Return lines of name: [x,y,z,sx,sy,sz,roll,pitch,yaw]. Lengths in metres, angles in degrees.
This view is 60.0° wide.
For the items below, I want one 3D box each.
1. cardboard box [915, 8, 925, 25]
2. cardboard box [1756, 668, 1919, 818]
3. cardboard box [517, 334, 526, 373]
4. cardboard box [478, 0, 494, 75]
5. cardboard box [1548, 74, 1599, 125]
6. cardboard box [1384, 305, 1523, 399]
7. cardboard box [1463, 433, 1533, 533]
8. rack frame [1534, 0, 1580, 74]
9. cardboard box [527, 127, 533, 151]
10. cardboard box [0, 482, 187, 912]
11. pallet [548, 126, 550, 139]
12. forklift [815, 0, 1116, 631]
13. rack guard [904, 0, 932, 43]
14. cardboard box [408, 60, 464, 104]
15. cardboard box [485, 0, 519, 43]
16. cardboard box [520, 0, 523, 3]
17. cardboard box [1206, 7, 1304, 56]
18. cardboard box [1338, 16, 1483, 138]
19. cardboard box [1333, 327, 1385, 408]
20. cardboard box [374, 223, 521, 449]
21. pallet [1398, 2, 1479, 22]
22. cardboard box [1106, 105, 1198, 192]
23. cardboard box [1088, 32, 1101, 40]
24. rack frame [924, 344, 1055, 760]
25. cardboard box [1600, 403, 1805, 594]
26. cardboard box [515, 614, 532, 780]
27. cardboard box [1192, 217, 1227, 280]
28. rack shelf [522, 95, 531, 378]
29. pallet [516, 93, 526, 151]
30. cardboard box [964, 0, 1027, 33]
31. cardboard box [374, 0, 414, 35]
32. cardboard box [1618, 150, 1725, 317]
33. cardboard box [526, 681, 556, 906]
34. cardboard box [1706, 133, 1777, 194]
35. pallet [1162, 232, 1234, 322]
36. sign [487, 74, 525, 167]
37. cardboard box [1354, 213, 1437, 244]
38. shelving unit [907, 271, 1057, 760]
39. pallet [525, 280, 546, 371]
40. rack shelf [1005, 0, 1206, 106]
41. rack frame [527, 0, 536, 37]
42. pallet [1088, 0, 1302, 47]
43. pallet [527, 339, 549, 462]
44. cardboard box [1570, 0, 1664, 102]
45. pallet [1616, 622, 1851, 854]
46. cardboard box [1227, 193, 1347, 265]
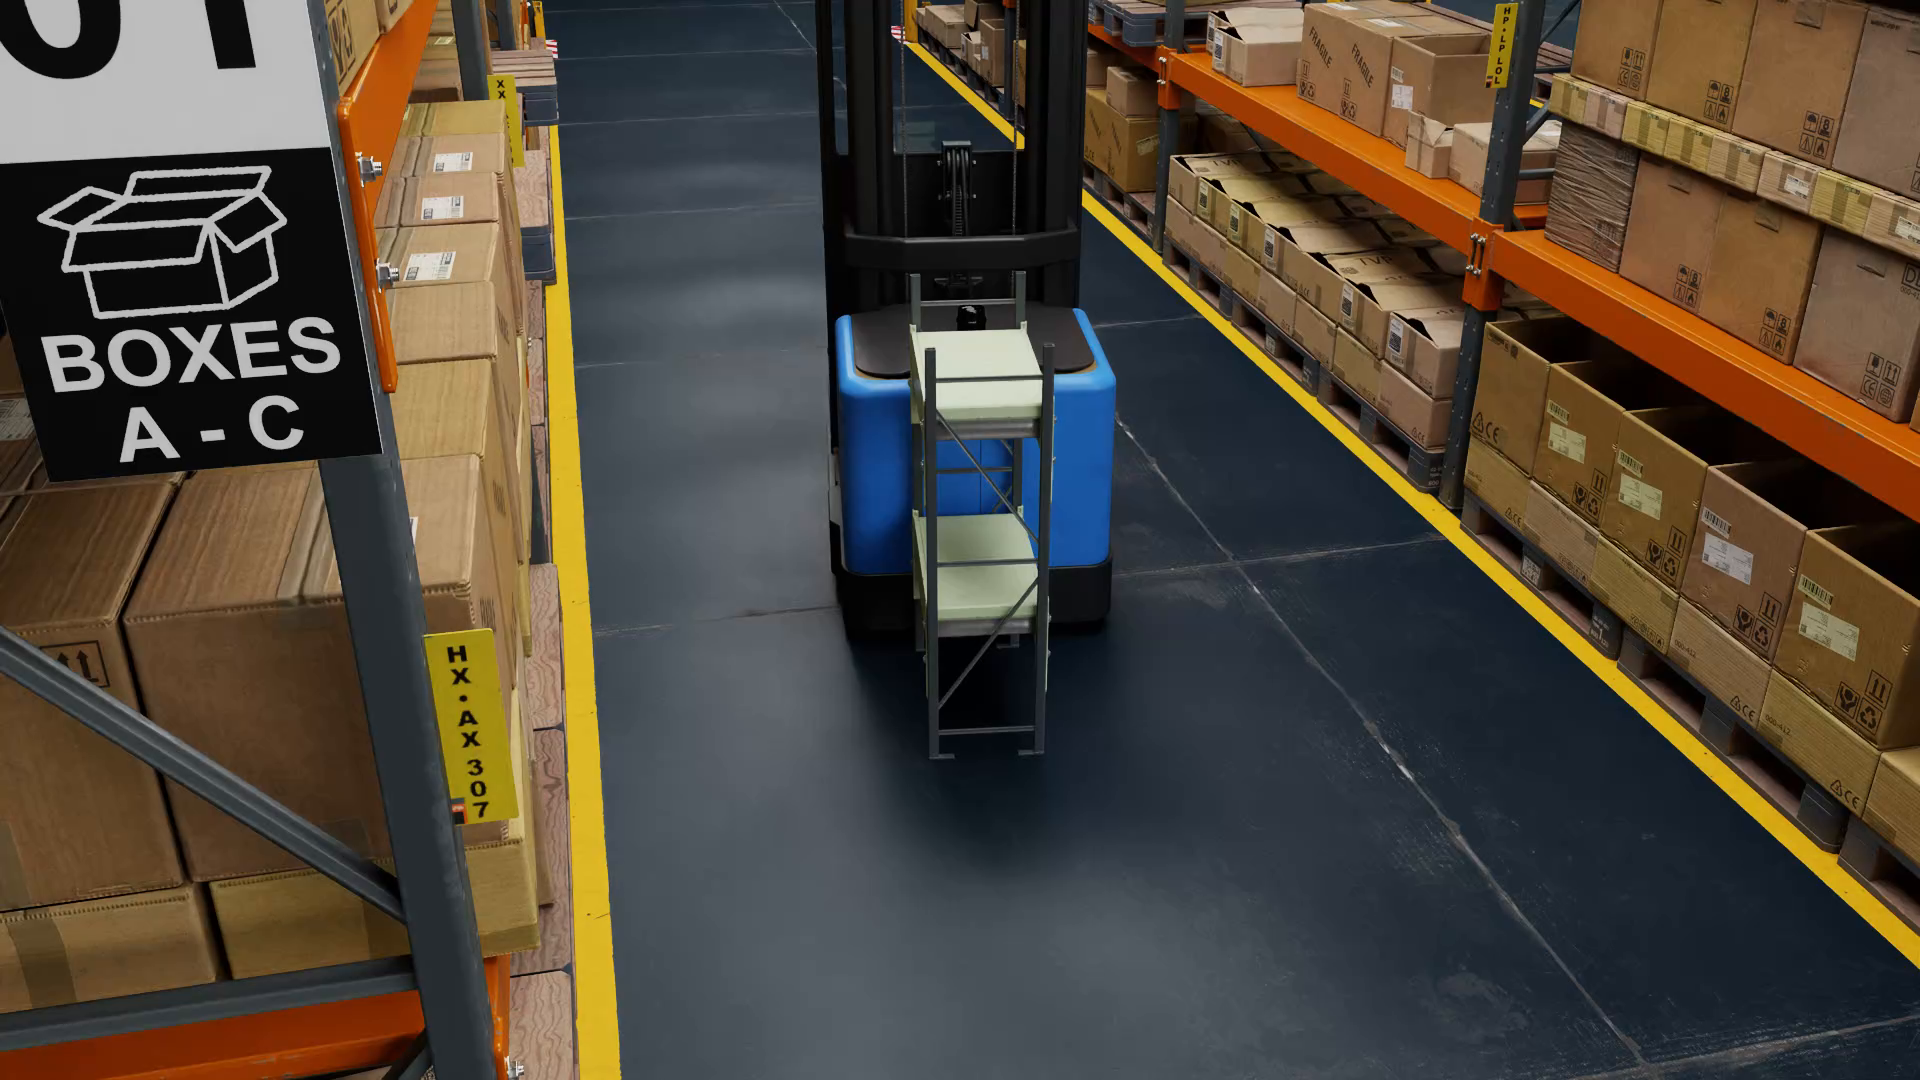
cardboard box: [-0.260,-5.517,17.526,0.380,0.149,0.250,-6,27,-12]
cardboard box: [2.939,0.609,5.299,0.500,0.250,0.500,-6,27,-12]
cardboard box: [-1.634,-0.584,5.223,0.500,0.250,0.500,-6,27,-11]
cardboard box: [-2.774,-2.588,8.449,0.700,0.500,0.500,-9,28,-16]
cardboard box: [2.557,-1.740,6.538,0.380,0.149,0.250,-6,27,-12]
cardboard box: [2.314,-0.903,7.672,0.500,0.311,0.500,-6,27,-12]
cardboard box: [2.494,-0.269,7.040,0.500,0.250,0.500,-6,27,-12]
rack frame: [5.709,-5.557,14.931,1.000,3.000,0.127,-6,27,-12]
cardboard box: [-3.080,-2.359,10.514,0.750,0.750,0.750,-6,27,-12]
cardboard box: [-1.552,0.255,2.728,0.500,0.500,0.500,-6,27,-12]
pallet: [-4.039,-3.648,14.243,1.003,0.211,1.213,-6,27,-12]
forklift: [-0.055,-1.591,7.149,1.130,2.935,3.031,-2,27,-4]
rack guard: [-0.002,-5.662,17.914,1.175,0.500,0.348,-6,27,-12]
cardboard box: [-2.222,-1.507,6.307,0.700,0.500,0.500,-6,27,-11]
cardboard box: [-2.902,-3.220,9.838,0.500,0.500,0.500,-5,27,-10]
cardboard box: [-3.380,-3.991,12.085,0.380,0.149,0.250,-6,27,-12]
cardboard box: [1.823,-3.096,10.153,0.500,0.311,0.500,-4,27,-8]
cardboard box: [2.296,-2.378,8.522,0.500,0.500,0.500,-6,27,-12]
cardboard box: [2.197,-0.878,8.247,0.500,0.250,0.500,-6,27,-12]
cardboard box: [-1.394,-0.471,4.165,0.500,0.500,0.500,-5,27,-10]
pallet: [4.955,-5.702,18.313,1.003,0.211,1.213,-6,27,-12]
cardboard box: [1.344,-2.767,11.689,0.500,0.500,0.500,-5,27,-10]
cardboard box: [0.979,-3.795,12.893,0.500,0.250,0.500,-6,27,-11]
rack frame: [0.091,0.078,5.431,0.400,1.500,0.023,-2,27,-4]
cardboard box: [2.710,-0.164,5.999,0.500,0.500,0.500,-6,27,-12]
cardboard box: [-1.171,0.302,3.467,0.500,0.250,0.500,-7,28,-13]
cardboard box: [1.729,-1.779,10.032,0.500,0.250,0.500,-7,28,-13]
rack shelf: [-2.591,-1.596,7.881,1.077,0.370,4.000,-6,27,-12]
pallet: [-2.556,-1.844,7.788,1.003,0.211,1.213,-6,27,-12]
cardboard box: [0.454,-4.962,16.034,0.797,0.503,0.637,-6,27,-12]
cardboard box: [-1.157,-1.087,2.613,0.500,0.500,0.500,-4,27,-8]
cardboard box: [2.916,-1.163,6.115,0.700,0.500,0.500,-6,27,-12]
cardboard box: [-1.552,0.746,4.728,0.700,0.500,0.500,-8,28,-15]
cardboard box: [2.788,-1.292,5.650,0.380,0.149,0.250,-7,28,-13]
pallet: [1.931,-1.689,10.363,1.003,0.211,1.213,-6,27,-12]
sign: [-1.614,-1.484,5.900,0.100,0.325,0.005,-6,27,-12]
cardboard box: [2.487,-1.635,9.124,0.500,0.311,0.500,-5,27,-10]
shelving unit: [0.059,-0.086,5.757,0.431,1.500,0.755,-2,27,-4]
pallet: [-2.867,-1.207,9.407,1.003,0.211,1.213,-6,27,-12]
rack shelf: [1.333,-3.856,12.360,1.077,0.370,4.000,-6,27,-12]
rack frame: [-4.845,-6.307,16.417,1.000,3.000,0.127,-6,27,-12]
pallet: [1.562,-3.504,11.077,1.213,0.211,1.003,-6,27,-12]
pallet: [-2.596,-0.672,8.348,1.003,0.211,1.213,-6,27,-12]
cardboard box: [2.791,-1.973,6.280,0.700,0.500,0.500,-6,27,-11]
pallet: [3.102,0.591,5.844,1.003,0.211,1.213,-6,27,-12]
cardboard box: [1.855,-1.796,9.443,0.500,0.311,0.500,-7,28,-13]
